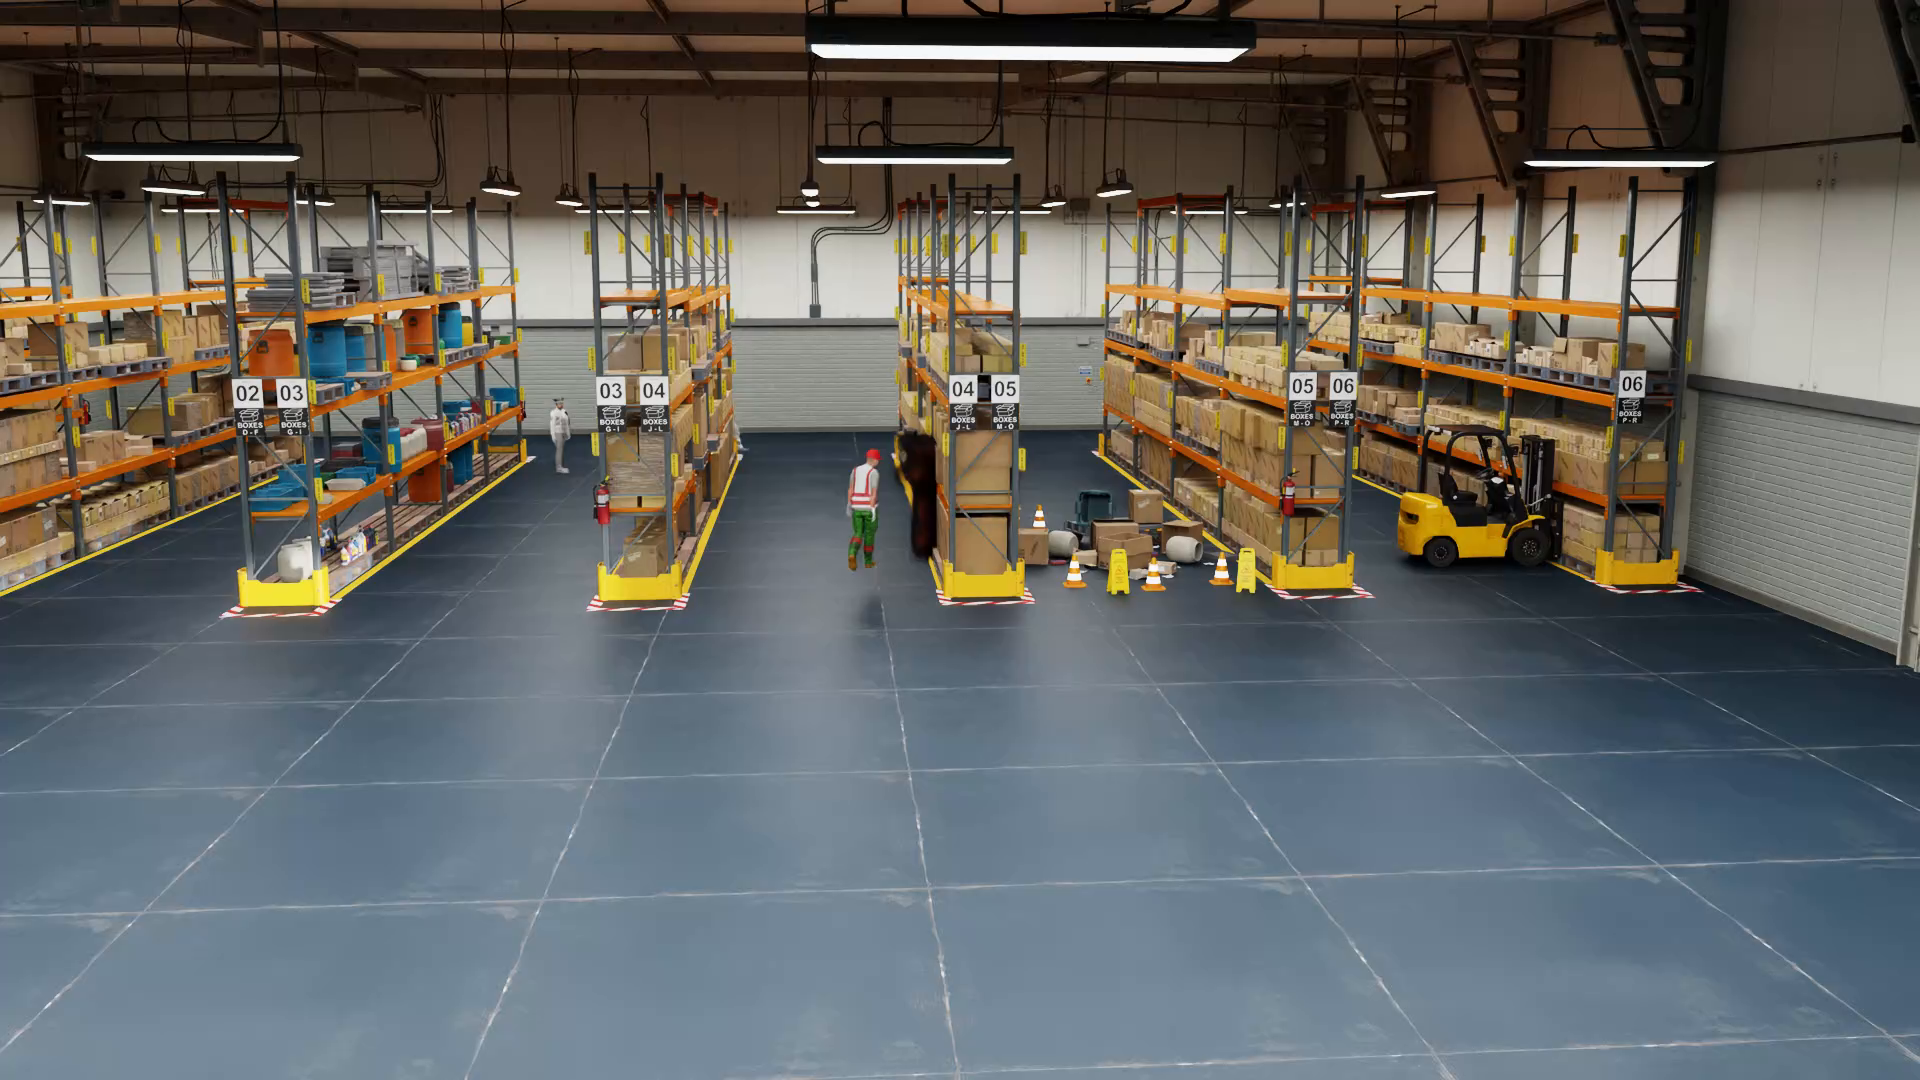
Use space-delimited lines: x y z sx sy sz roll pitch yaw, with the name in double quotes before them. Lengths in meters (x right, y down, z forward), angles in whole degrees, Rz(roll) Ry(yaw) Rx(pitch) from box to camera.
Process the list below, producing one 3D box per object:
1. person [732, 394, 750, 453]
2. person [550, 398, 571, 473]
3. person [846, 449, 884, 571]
"person" -5.687 -3.005 40.727 1.048 1.744 0.657 3 10 16
"person" -8.936 -2.363 37.329 0.406 1.686 0.530 2 10 10
"person" -1.426 -0.442 24.454 0.555 1.783 0.673 5 11 26
